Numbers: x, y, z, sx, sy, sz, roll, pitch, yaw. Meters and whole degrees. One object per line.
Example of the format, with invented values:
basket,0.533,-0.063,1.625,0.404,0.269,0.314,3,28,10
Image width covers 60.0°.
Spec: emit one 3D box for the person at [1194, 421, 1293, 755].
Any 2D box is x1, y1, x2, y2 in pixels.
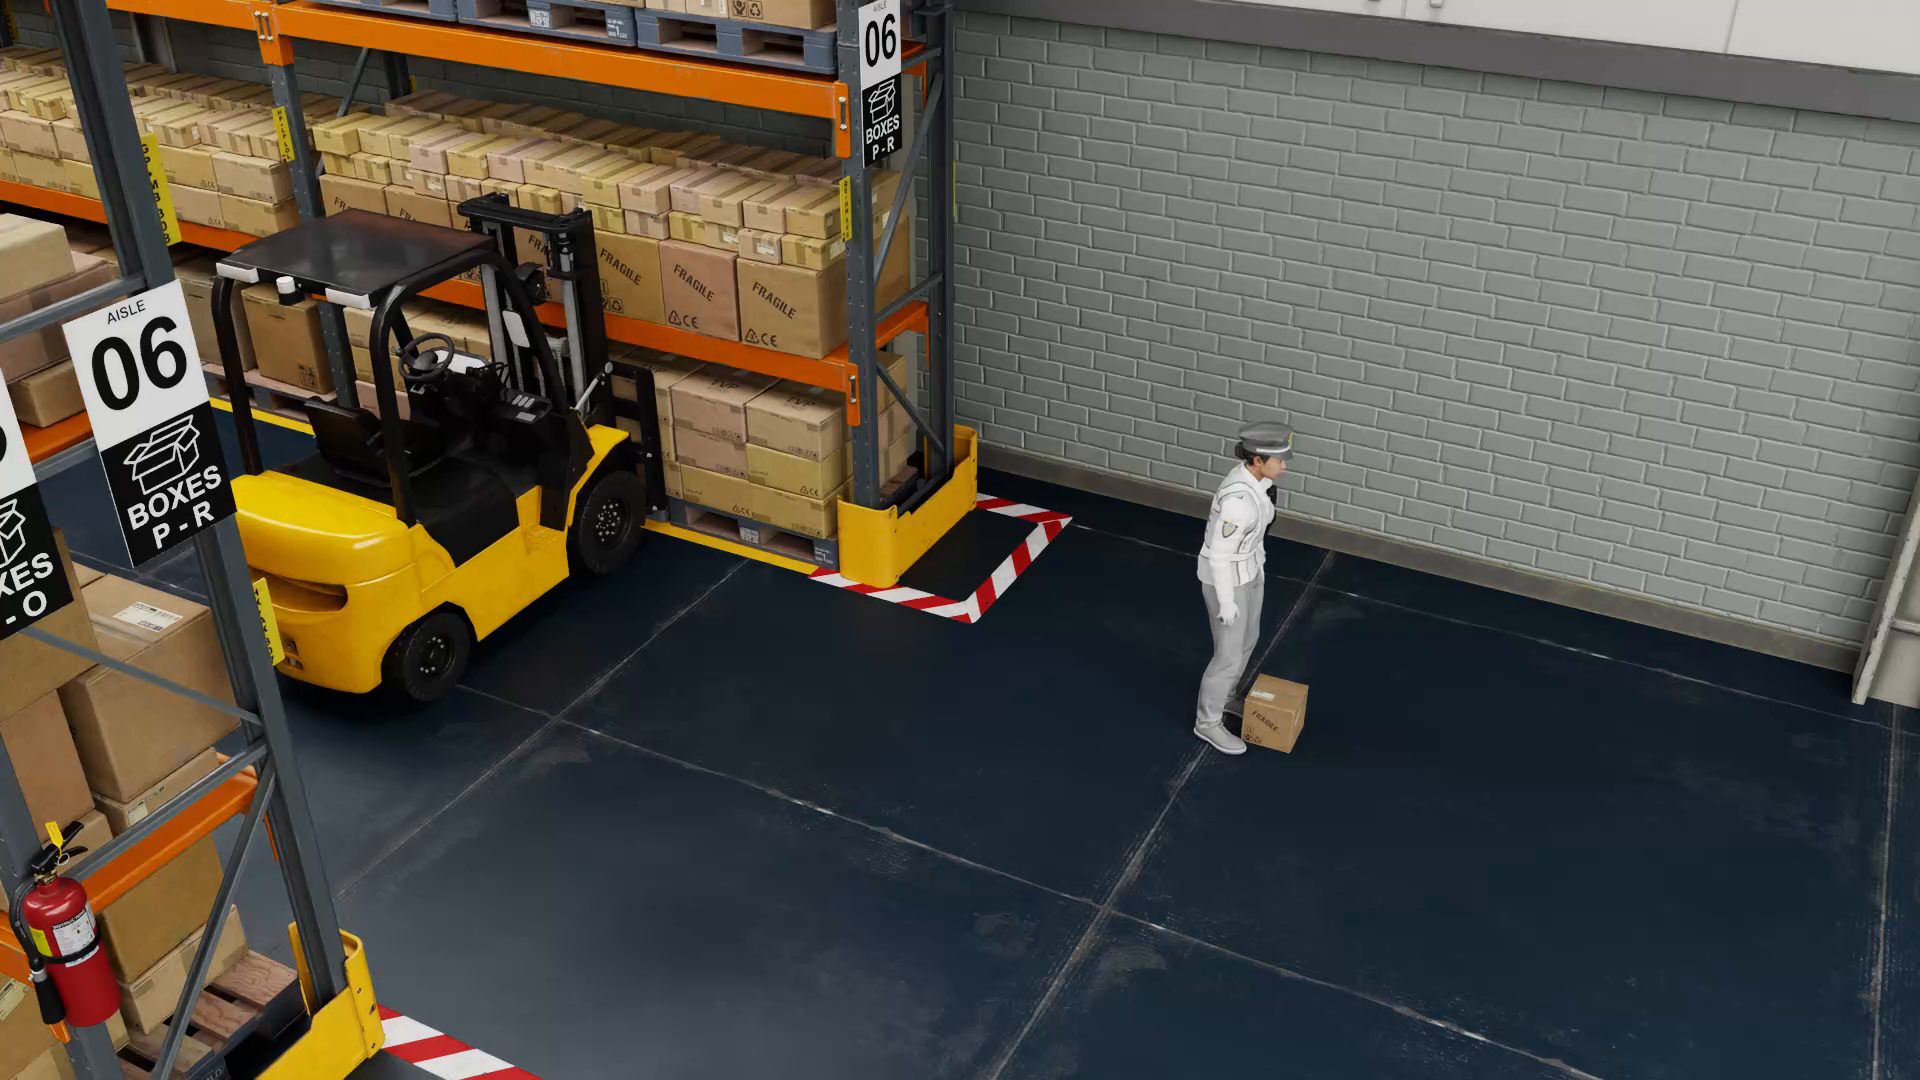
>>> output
person,1.331,0.196,7.945,0.375,1.663,0.526,14,33,23
